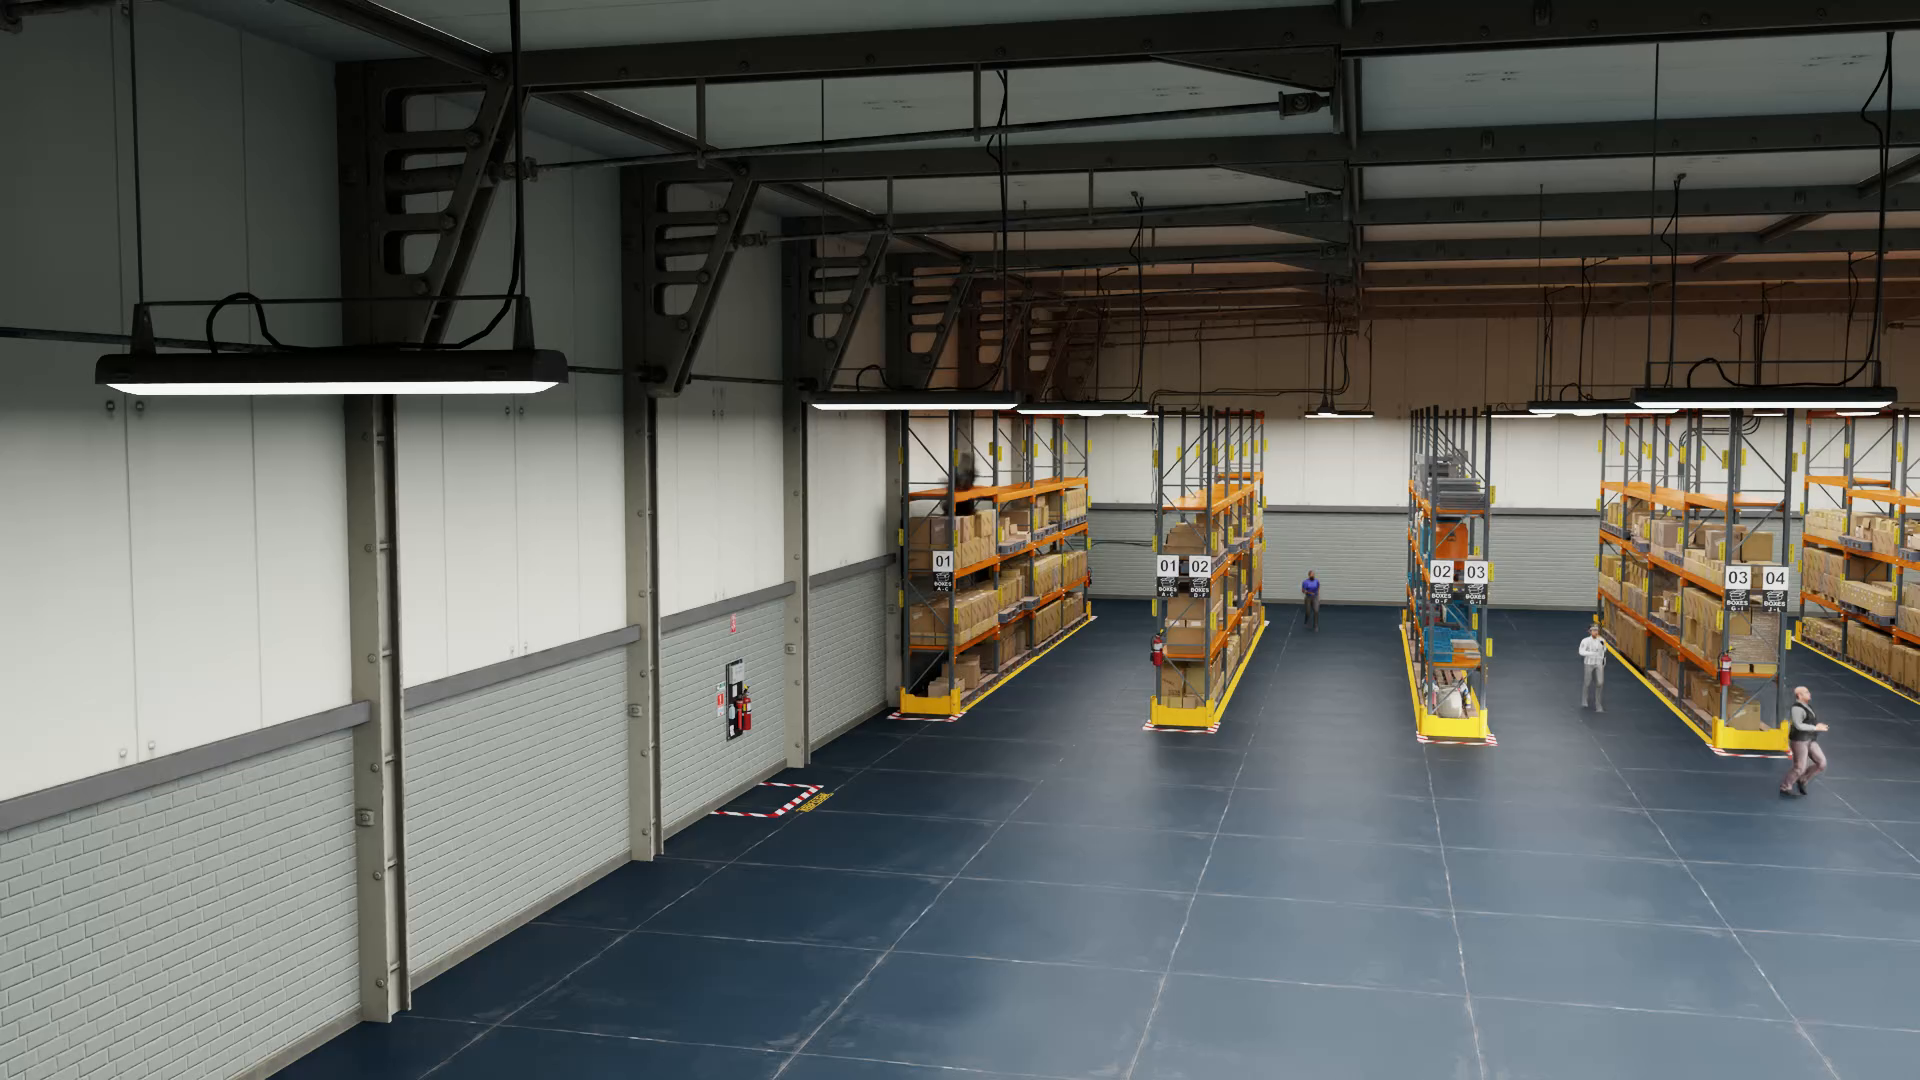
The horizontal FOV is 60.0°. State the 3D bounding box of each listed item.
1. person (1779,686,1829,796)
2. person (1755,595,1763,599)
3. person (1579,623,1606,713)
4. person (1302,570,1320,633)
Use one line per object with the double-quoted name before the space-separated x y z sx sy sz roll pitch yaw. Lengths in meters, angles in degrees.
"person" 12.806 3.063 25.179 0.650 1.703 0.670 -4 6 -43
"person" 20.418 1.803 42.781 0.731 1.797 0.679 2 5 29
"person" 12.527 2.516 32.921 0.600 1.764 0.789 0 4 6
"person" 9.566 1.656 45.342 0.531 1.691 0.884 0 4 0
